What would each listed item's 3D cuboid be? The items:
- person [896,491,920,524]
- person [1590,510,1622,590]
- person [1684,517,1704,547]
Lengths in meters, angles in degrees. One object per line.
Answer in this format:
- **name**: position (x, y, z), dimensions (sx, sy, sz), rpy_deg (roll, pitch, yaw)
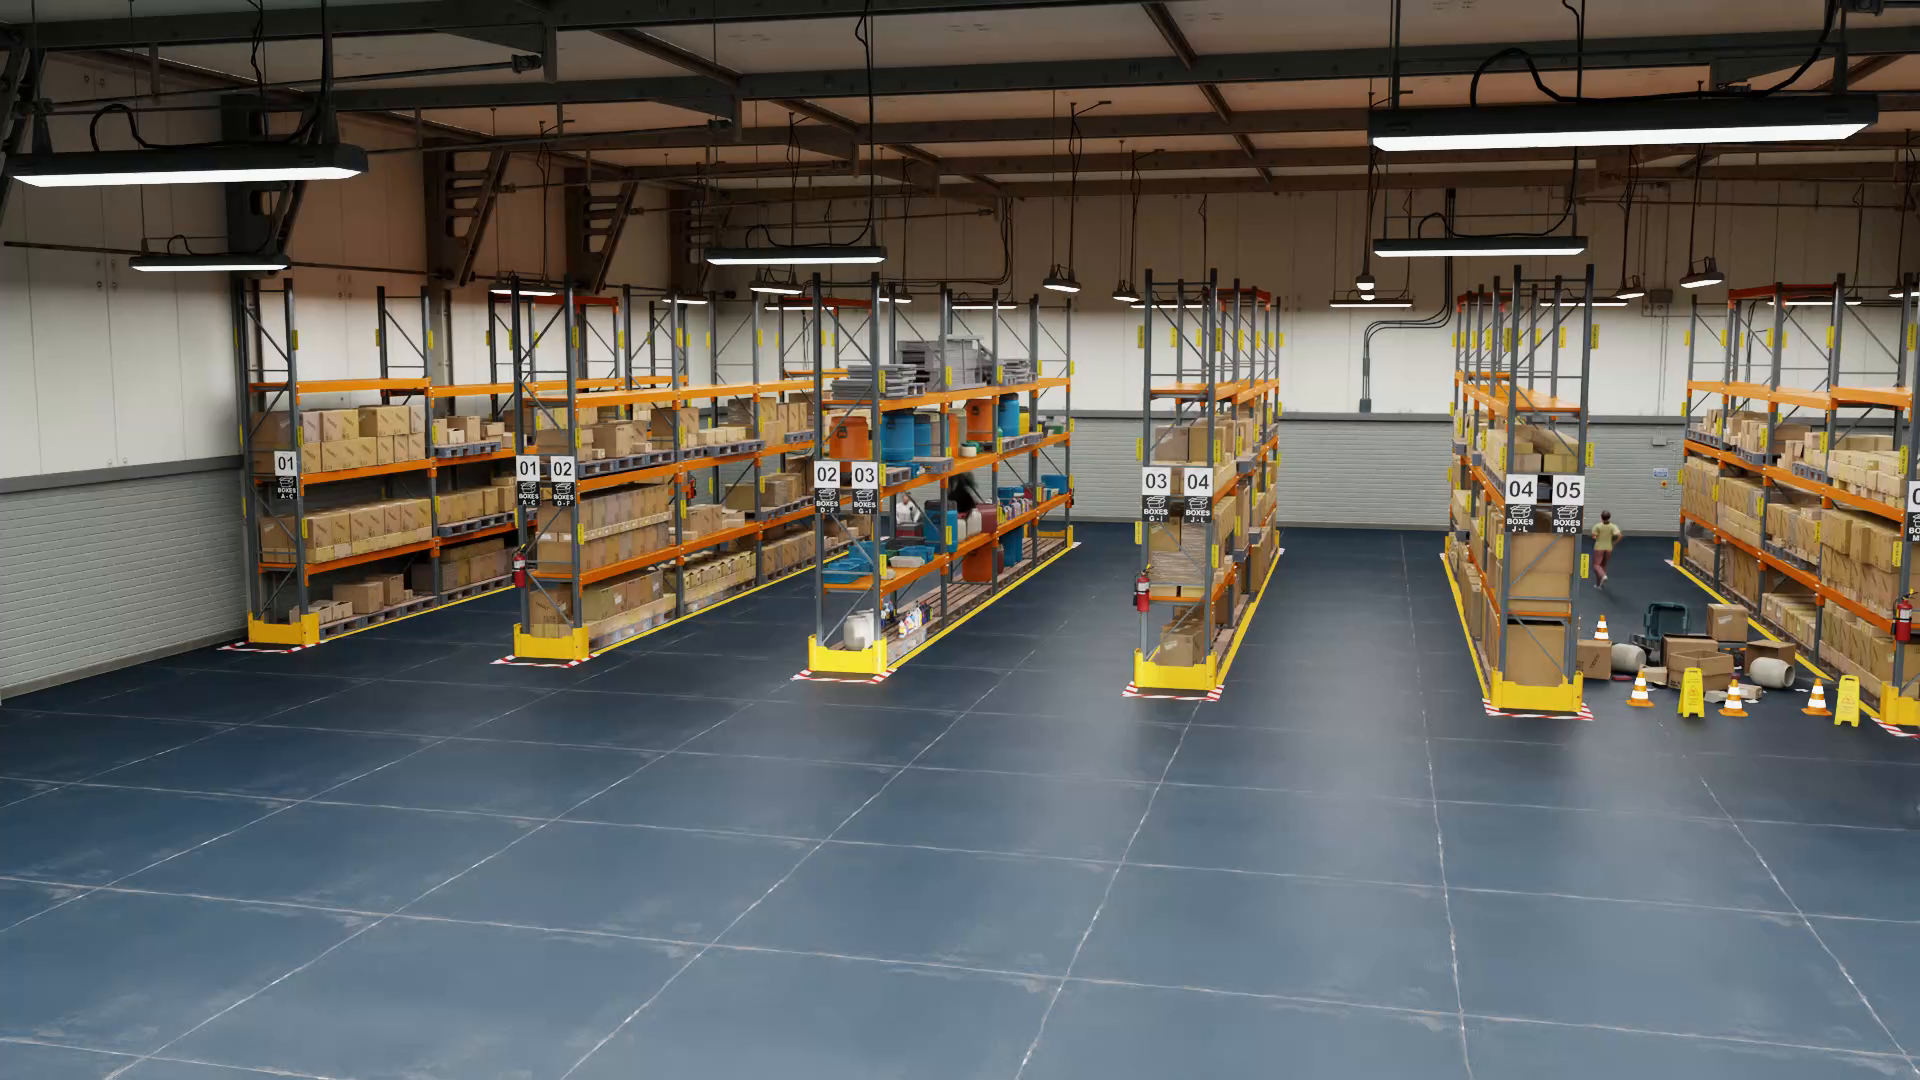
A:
- **person**: position (-1.223, -0.253, 36.984), dimensions (0.583, 1.703, 1.093), rpy_deg (1, 7, 11)
- **person**: position (12.854, 0.214, 33.188), dimensions (0.589, 1.636, 0.811), rpy_deg (0, 7, 2)
- **person**: position (16.949, -0.401, 38.328), dimensions (0.650, 1.680, 0.644), rpy_deg (-7, 10, -44)
